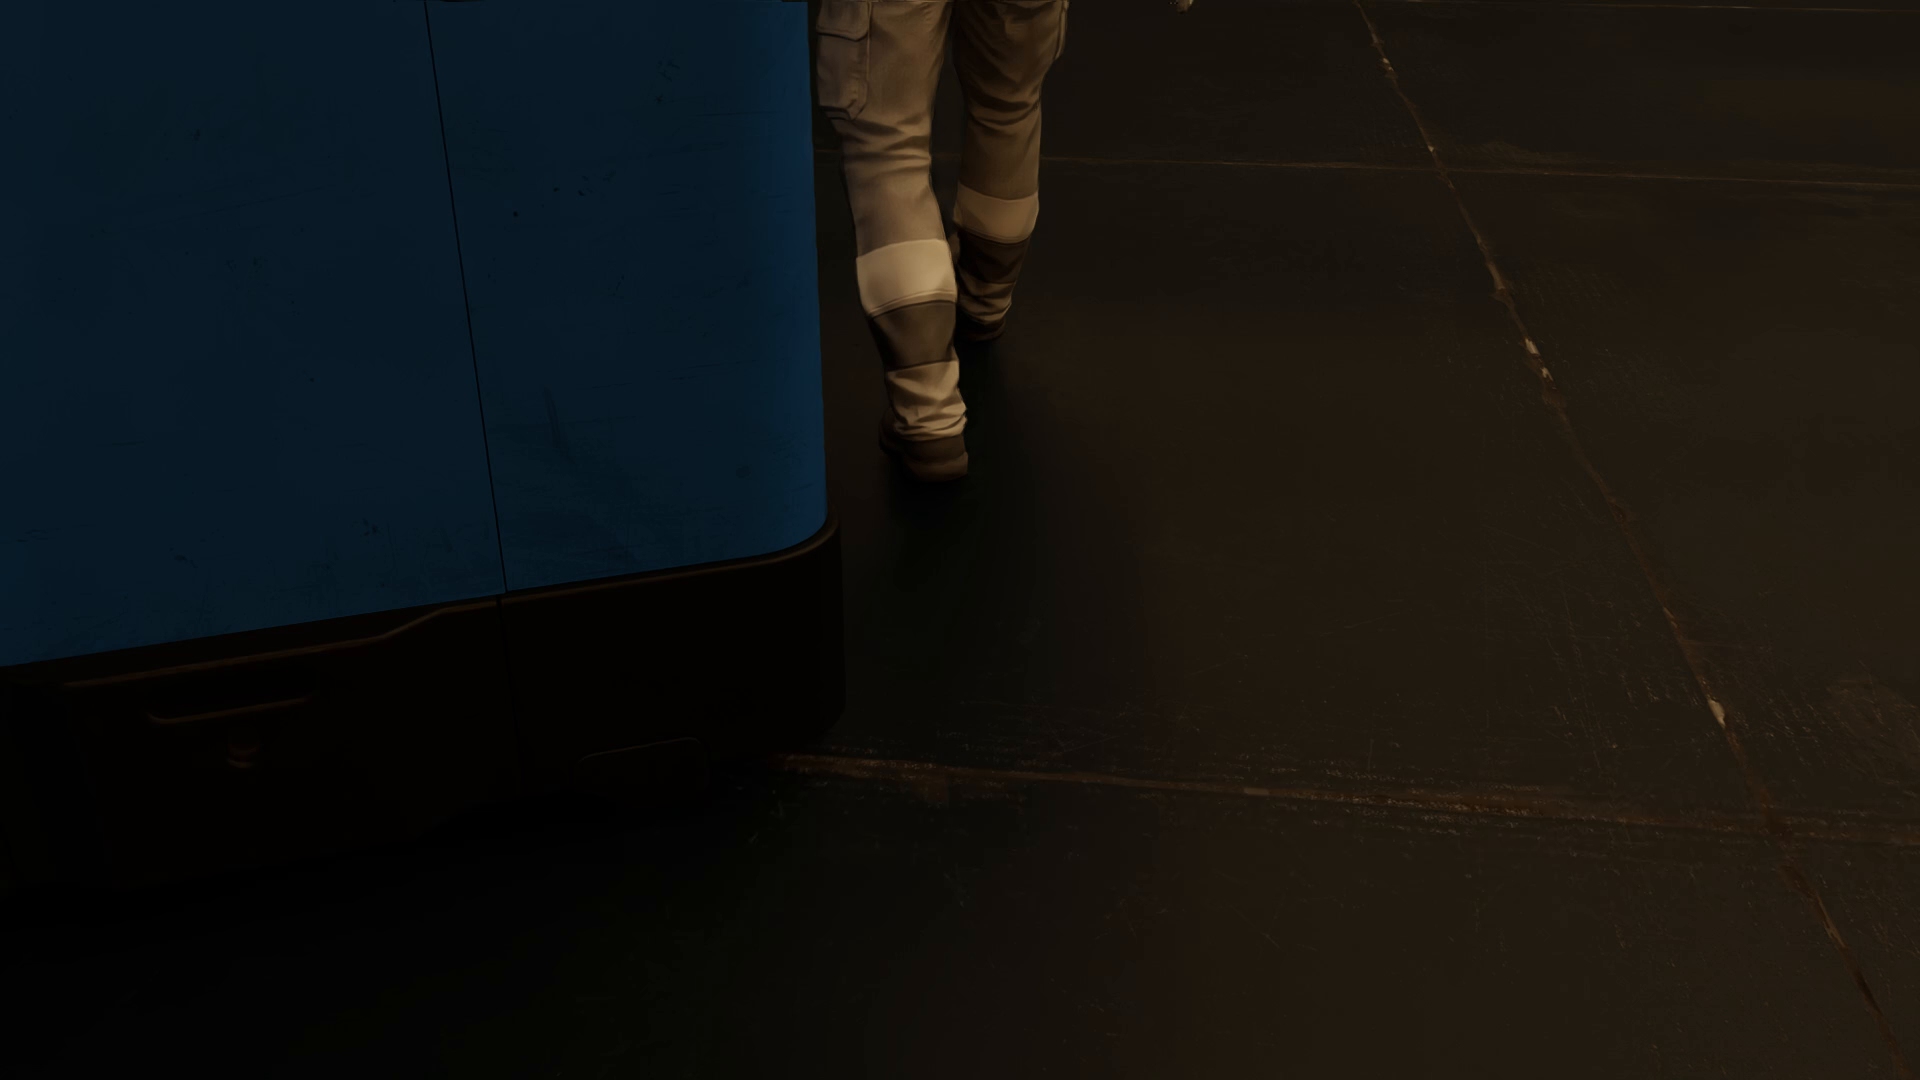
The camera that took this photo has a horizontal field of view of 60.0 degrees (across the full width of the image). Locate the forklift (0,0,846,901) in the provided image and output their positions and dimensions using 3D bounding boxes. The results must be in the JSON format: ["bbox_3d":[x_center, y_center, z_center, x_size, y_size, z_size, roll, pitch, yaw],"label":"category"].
[{"bbox_3d":[-1.709,-1.033,1.288,3.031,2.935,1.130,-8,28,-16],"label":"forklift"}]

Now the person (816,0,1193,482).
[{"bbox_3d":[0.017,-1.060,2.715,0.686,1.730,0.937,-7,27,-13],"label":"person"}]
